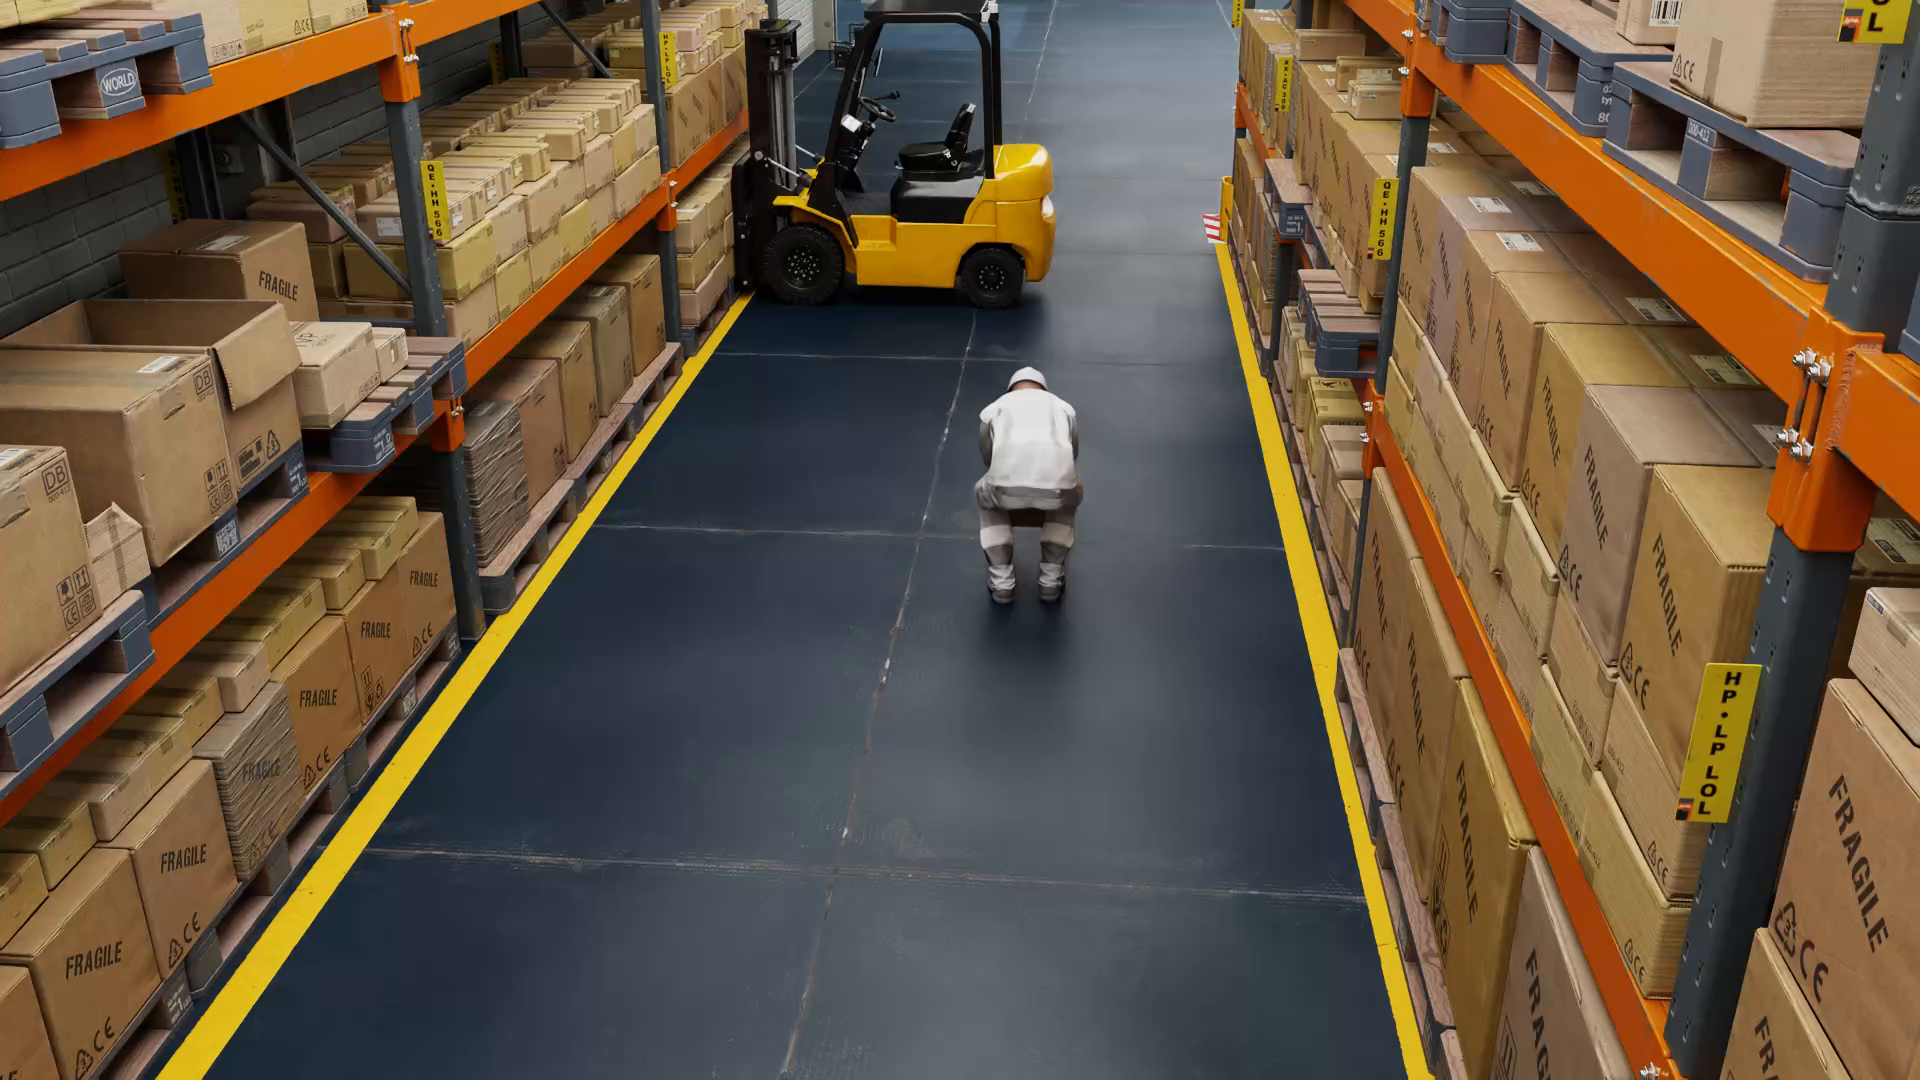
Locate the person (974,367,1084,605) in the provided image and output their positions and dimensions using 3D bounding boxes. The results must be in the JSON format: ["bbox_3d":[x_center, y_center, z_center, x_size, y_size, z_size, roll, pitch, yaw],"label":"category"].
[{"bbox_3d":[0.334,-0.250,8.103,0.530,0.988,0.950,1,24,2],"label":"person"}]
